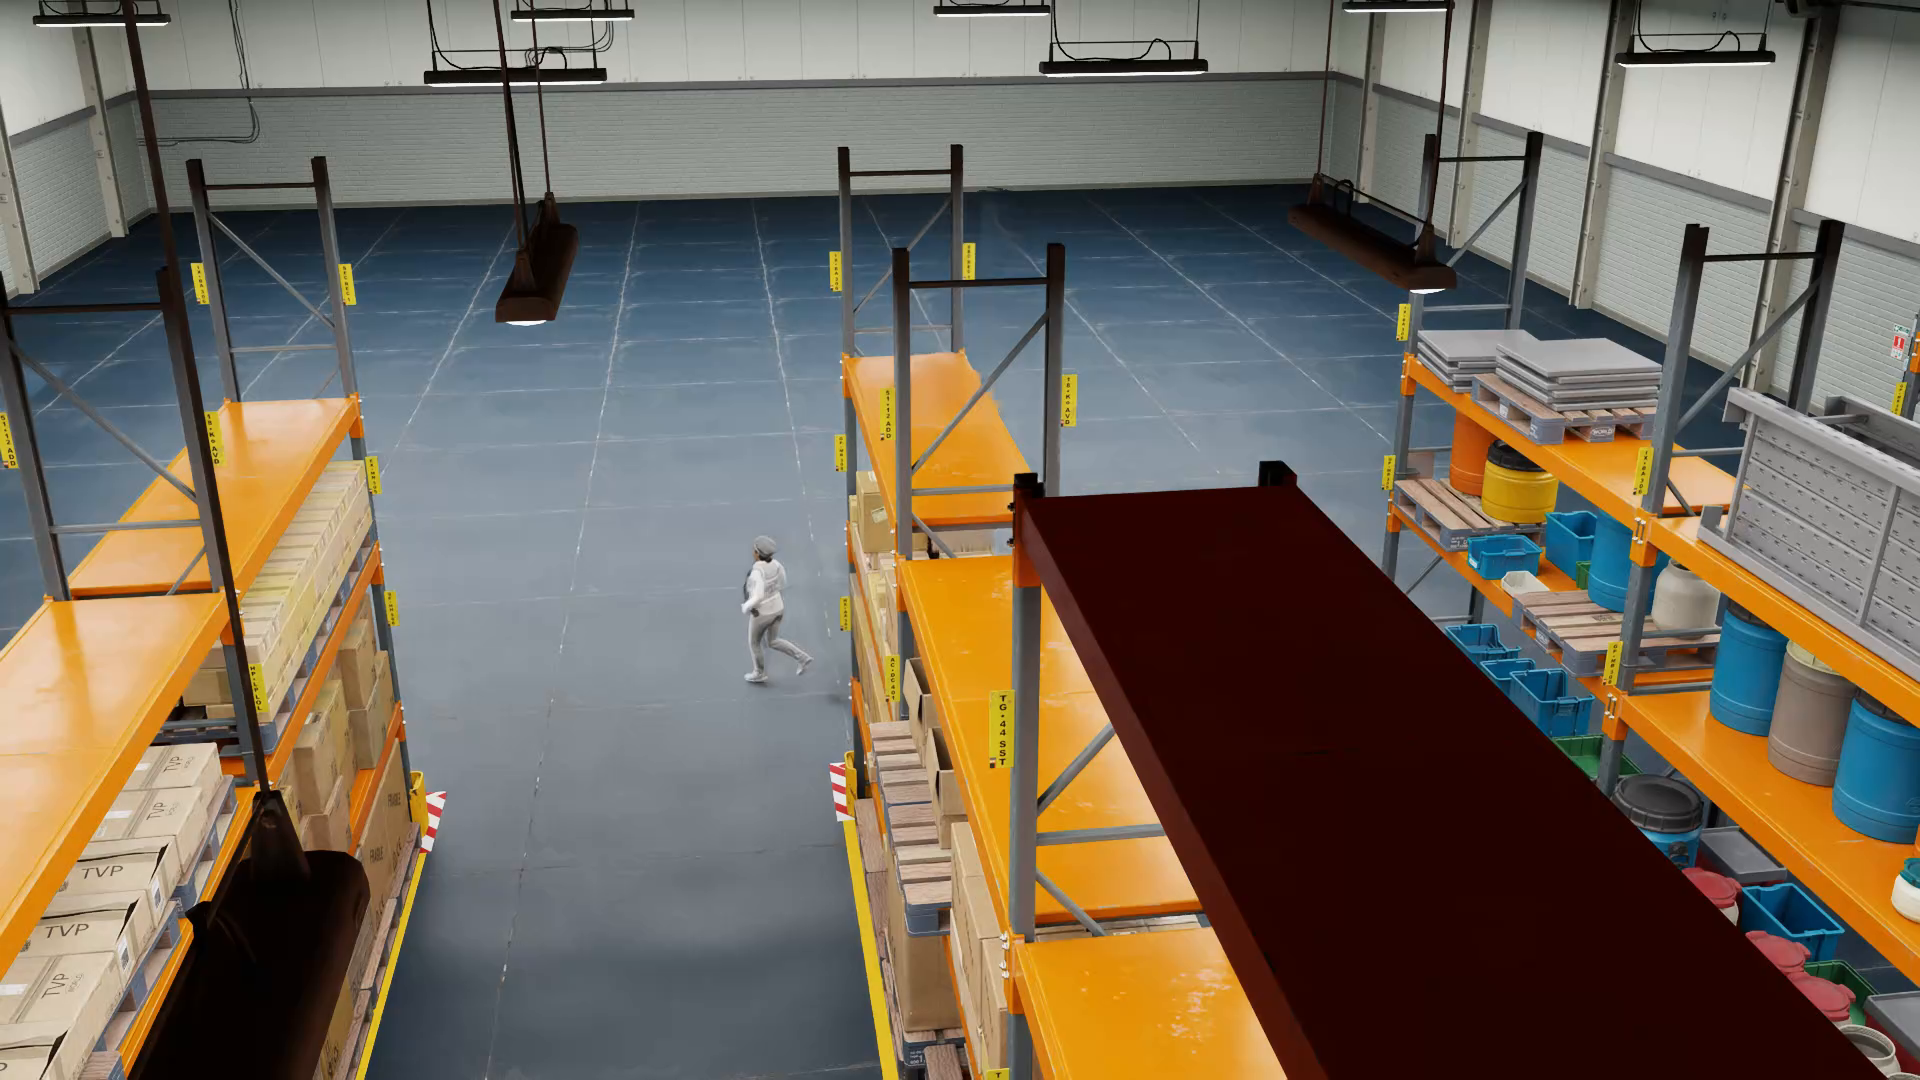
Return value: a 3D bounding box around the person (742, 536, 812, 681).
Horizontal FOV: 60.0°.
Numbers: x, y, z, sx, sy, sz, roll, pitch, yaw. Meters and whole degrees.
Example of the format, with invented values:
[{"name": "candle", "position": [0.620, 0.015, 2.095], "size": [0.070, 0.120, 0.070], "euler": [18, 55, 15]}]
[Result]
[{"name": "person", "position": [-1.986, 0.777, 17.444], "size": [0.791, 1.696, 0.624], "euler": [12, 25, 28]}]
